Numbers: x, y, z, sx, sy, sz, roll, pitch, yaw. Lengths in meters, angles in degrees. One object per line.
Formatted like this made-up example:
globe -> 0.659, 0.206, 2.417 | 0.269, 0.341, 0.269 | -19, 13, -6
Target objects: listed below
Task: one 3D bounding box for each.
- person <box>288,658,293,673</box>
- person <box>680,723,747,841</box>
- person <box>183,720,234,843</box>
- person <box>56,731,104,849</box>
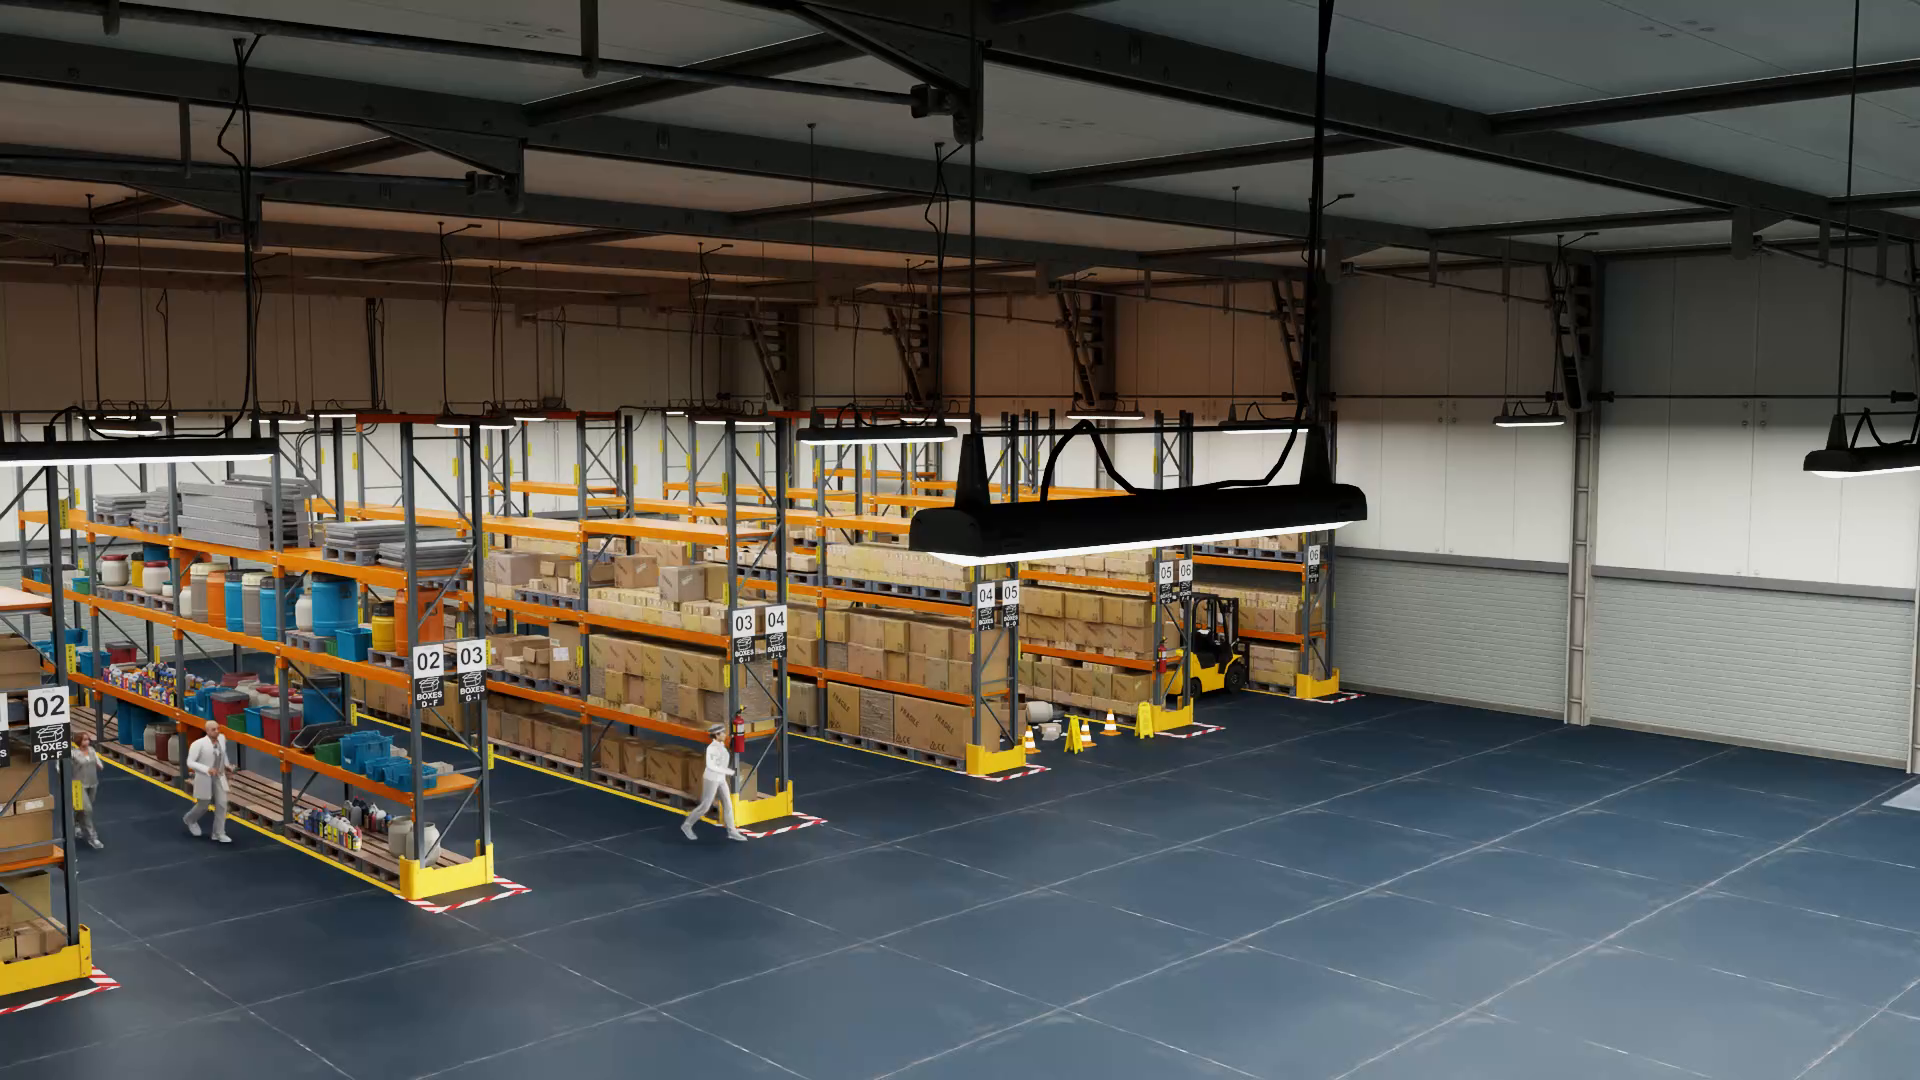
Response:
person -> -15.033, 2.242, 37.544 | 0.557, 1.676, 0.715 | 2, 5, 18
person -> -3.476, 3.419, 23.566 | 0.949, 1.679, 0.638 | 1, 5, 15
person -> -10.743, 3.410, 23.672 | 0.964, 1.745, 0.693 | 4, 6, 35
person -> -12.313, 3.482, 23.354 | 0.862, 1.604, 0.546 | 3, 6, 28
